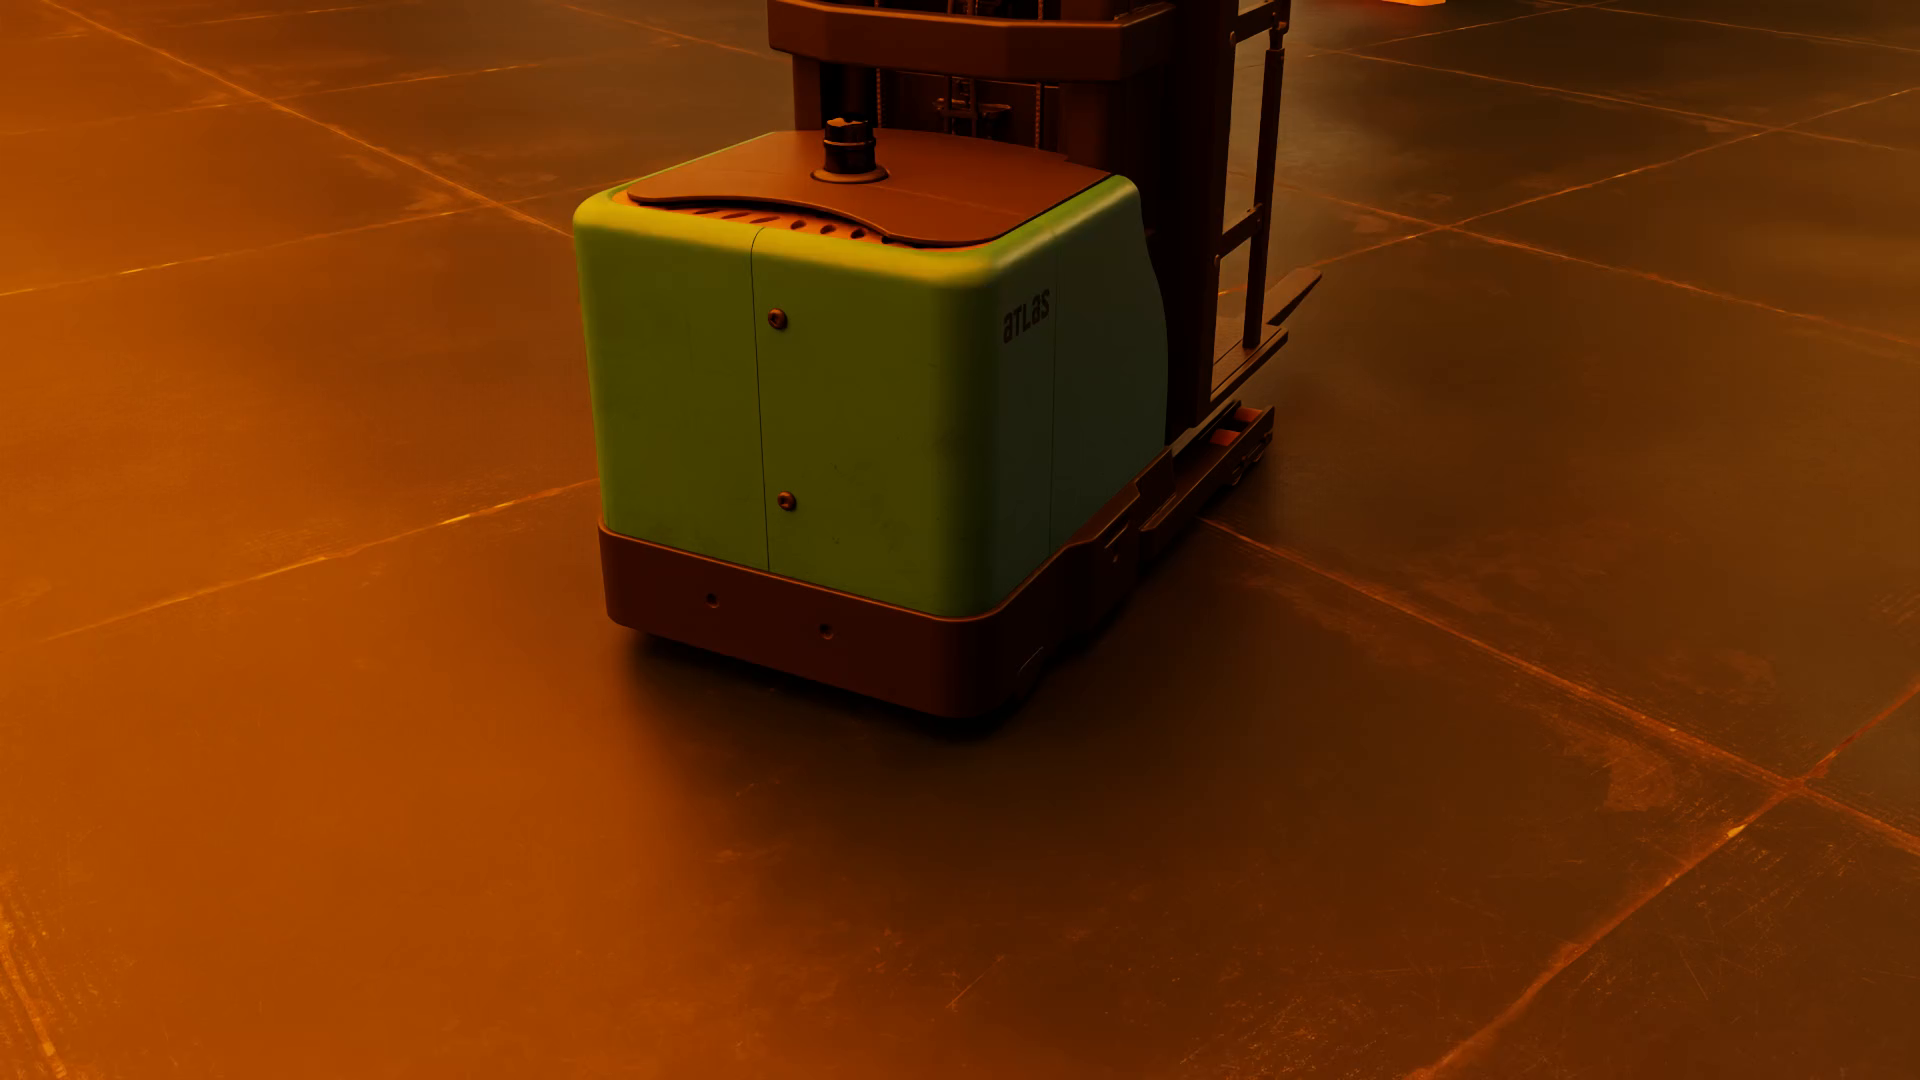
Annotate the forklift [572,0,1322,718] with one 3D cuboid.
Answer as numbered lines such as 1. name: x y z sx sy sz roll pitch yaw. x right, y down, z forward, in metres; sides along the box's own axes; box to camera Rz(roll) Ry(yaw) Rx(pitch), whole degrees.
1. forklift: 0.285 -1.552 4.331 1.130 2.935 3.031 13 29 25
